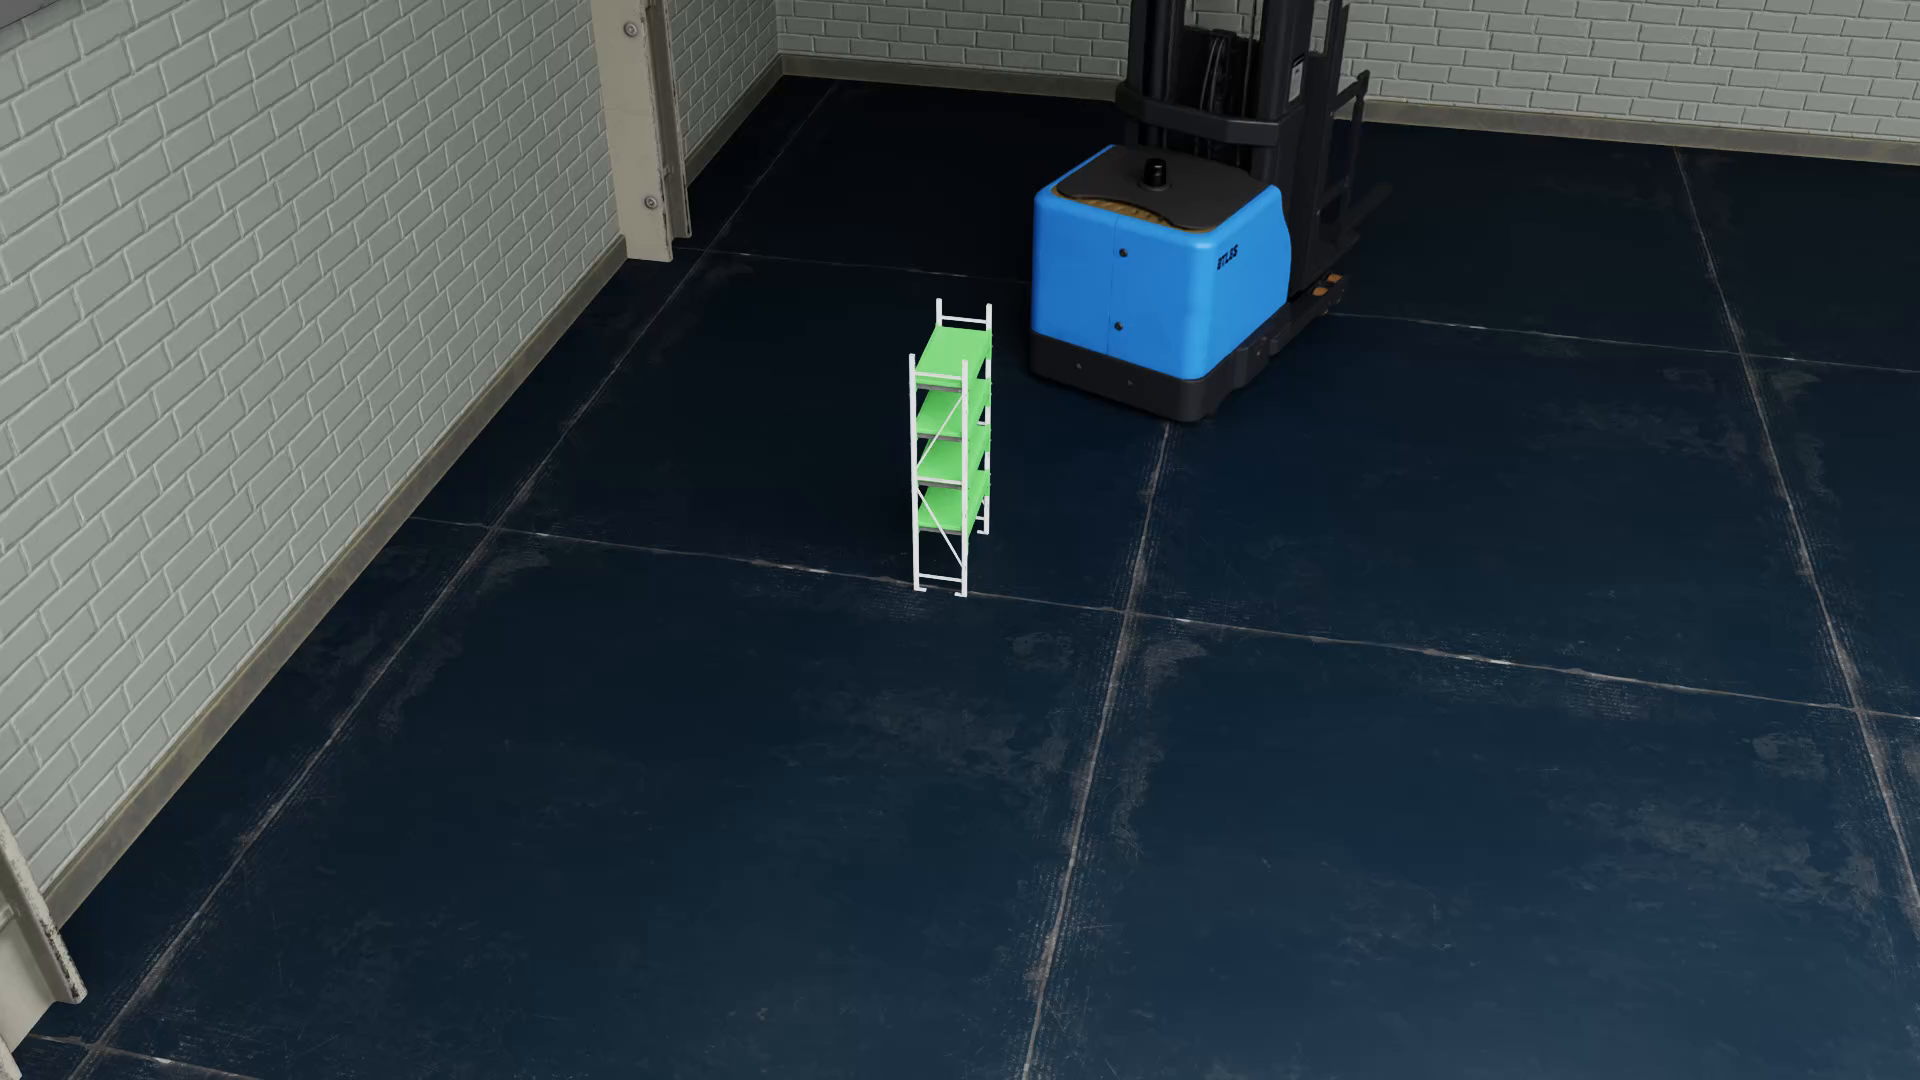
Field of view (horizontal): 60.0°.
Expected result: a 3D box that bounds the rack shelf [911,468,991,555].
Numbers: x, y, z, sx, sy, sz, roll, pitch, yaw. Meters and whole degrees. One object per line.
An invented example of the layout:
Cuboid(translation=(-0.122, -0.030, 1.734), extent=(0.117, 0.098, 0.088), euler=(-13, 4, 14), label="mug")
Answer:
Cuboid(translation=(-0.035, -0.145, 7.445), extent=(0.258, 0.148, 0.480), euler=(7, 37, 10), label="rack shelf")

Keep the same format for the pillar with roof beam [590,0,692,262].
Cuboid(translation=(2.341, -4.920, 6.870), extent=(9.100, 9.000, 0.400), euler=(7, 37, 10), label="pillar with roof beam")

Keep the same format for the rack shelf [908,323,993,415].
Cuboid(translation=(-0.035, -0.728, 7.023), extent=(0.258, 0.148, 0.480), euler=(7, 37, 10), label="rack shelf")

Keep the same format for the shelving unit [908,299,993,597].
Cuboid(translation=(-0.035, -0.391, 7.267), extent=(0.258, 1.200, 0.503), euler=(7, 37, 10), label="shelving unit")

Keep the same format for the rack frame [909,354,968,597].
Cuboid(translation=(-0.087, -0.251, 7.074), extent=(0.240, 1.200, 0.015), euler=(7, 37, 10), label="rack frame")

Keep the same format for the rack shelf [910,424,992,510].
Cuboid(translation=(-0.035, -0.339, 7.304), extent=(0.258, 0.148, 0.480), euler=(7, 37, 10), label="rack shelf")

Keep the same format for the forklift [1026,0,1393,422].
Cuboid(translation=(1.597, -2.611, 8.855), extent=(1.130, 2.935, 3.031), euler=(22, 41, 27), label="forklift")

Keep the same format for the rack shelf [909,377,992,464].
Cuboid(translation=(-0.035, -0.534, 7.164), extent=(0.258, 0.148, 0.480), euler=(7, 37, 10), label="rack shelf")

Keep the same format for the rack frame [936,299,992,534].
Cuboid(translation=(0.017, -0.531, 7.460), extent=(0.240, 1.200, 0.015), euler=(7, 37, 10), label="rack frame")
